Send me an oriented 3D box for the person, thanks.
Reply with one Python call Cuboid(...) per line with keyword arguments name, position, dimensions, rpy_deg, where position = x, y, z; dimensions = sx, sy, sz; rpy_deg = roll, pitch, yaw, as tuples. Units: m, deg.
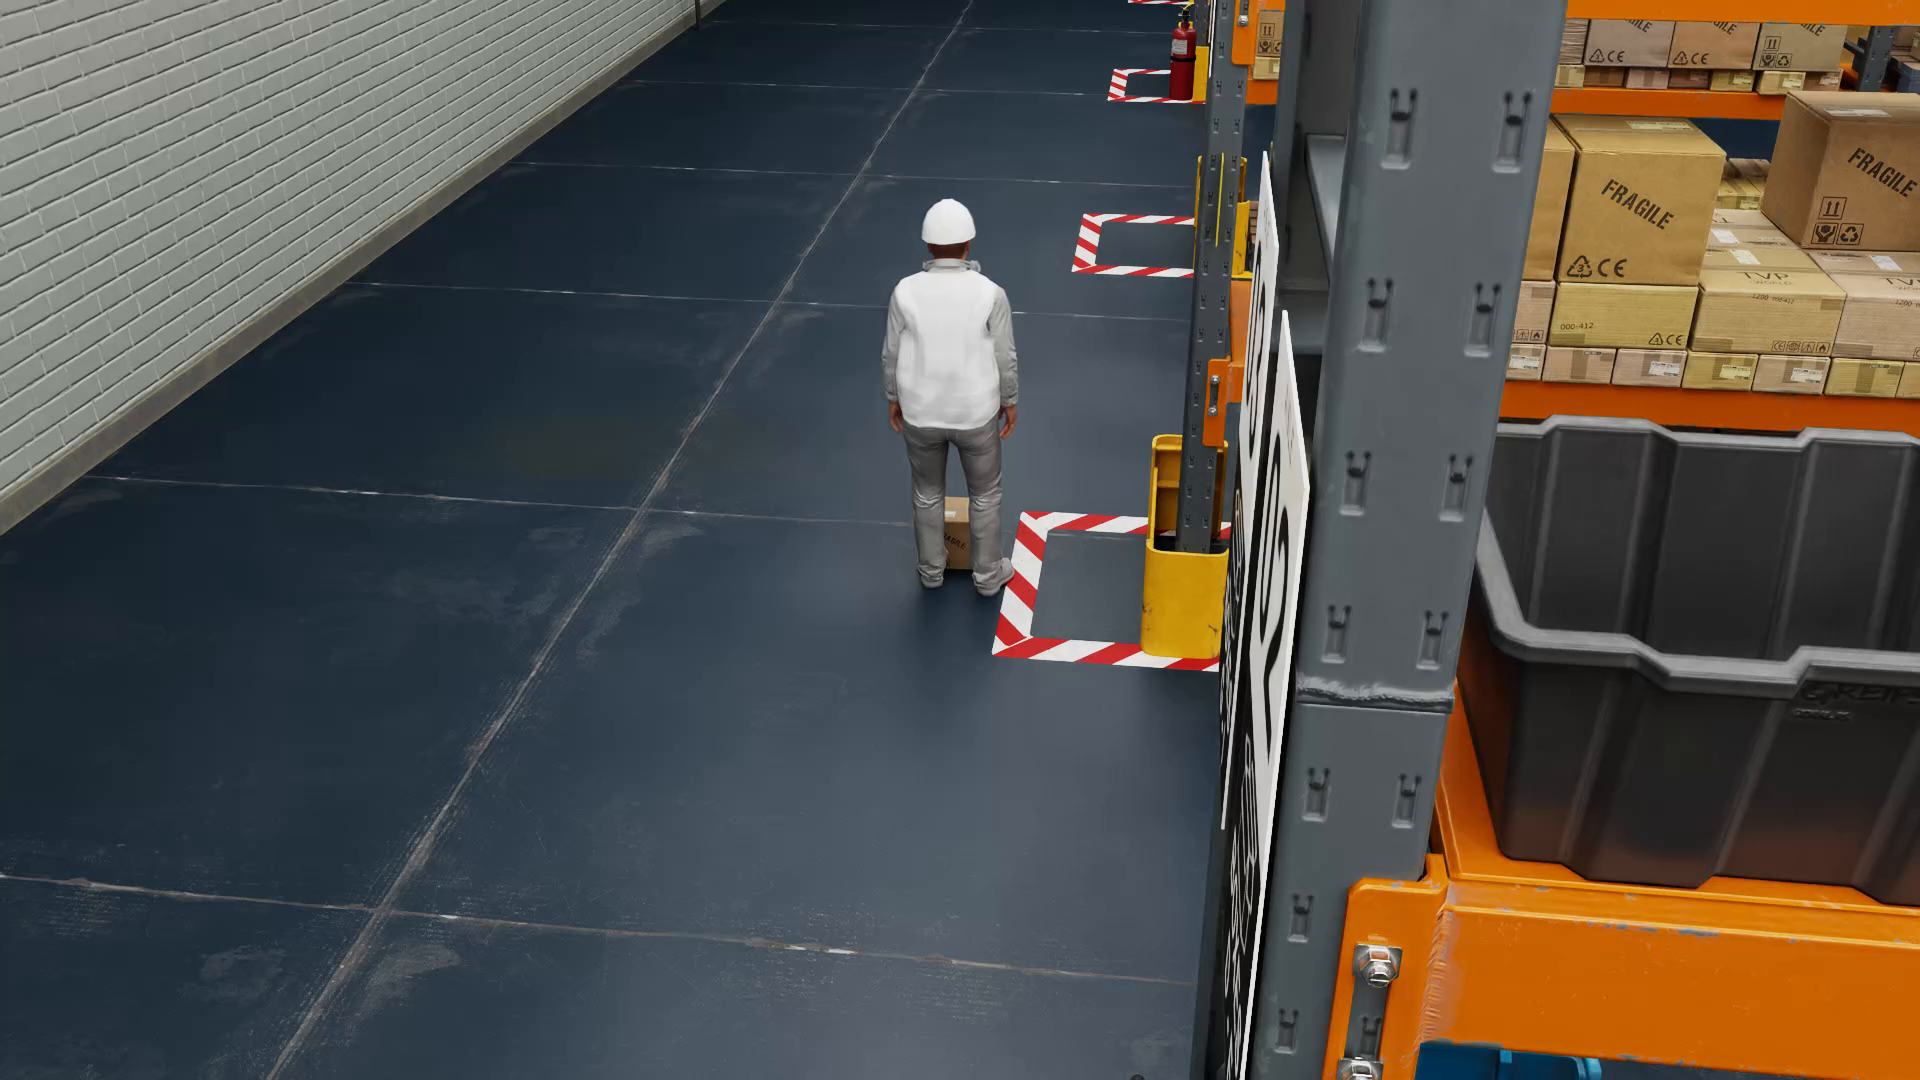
Cuboid(name="person", position=(-0.037, -0.582, 7.180), dimensions=(0.580, 1.772, 0.461), rpy_deg=(3, 28, 6))
